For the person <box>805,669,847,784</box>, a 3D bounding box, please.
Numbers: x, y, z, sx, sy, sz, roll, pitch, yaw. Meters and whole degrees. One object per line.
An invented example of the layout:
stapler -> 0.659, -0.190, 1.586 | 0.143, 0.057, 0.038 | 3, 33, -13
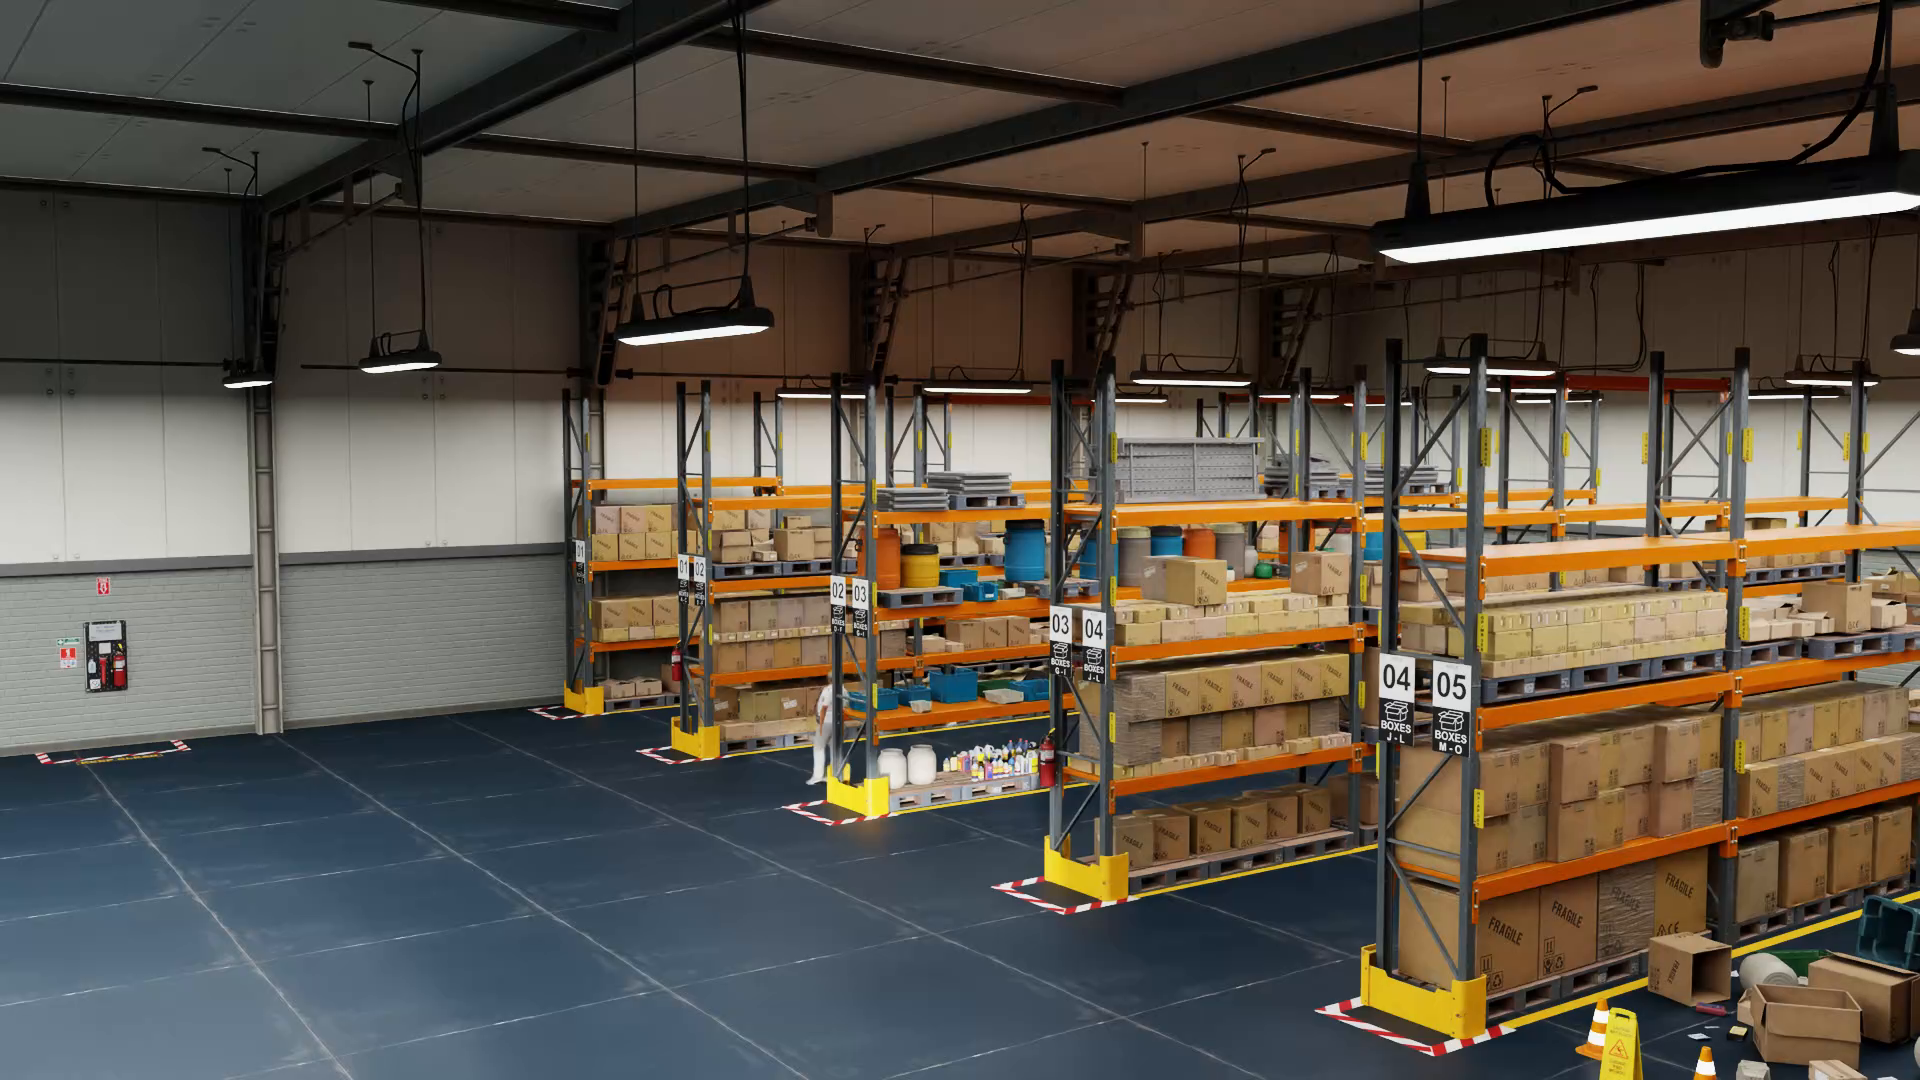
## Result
person -> -1.947, 2.764, 24.593 | 0.619, 1.698, 0.405 | -3, 5, -43
